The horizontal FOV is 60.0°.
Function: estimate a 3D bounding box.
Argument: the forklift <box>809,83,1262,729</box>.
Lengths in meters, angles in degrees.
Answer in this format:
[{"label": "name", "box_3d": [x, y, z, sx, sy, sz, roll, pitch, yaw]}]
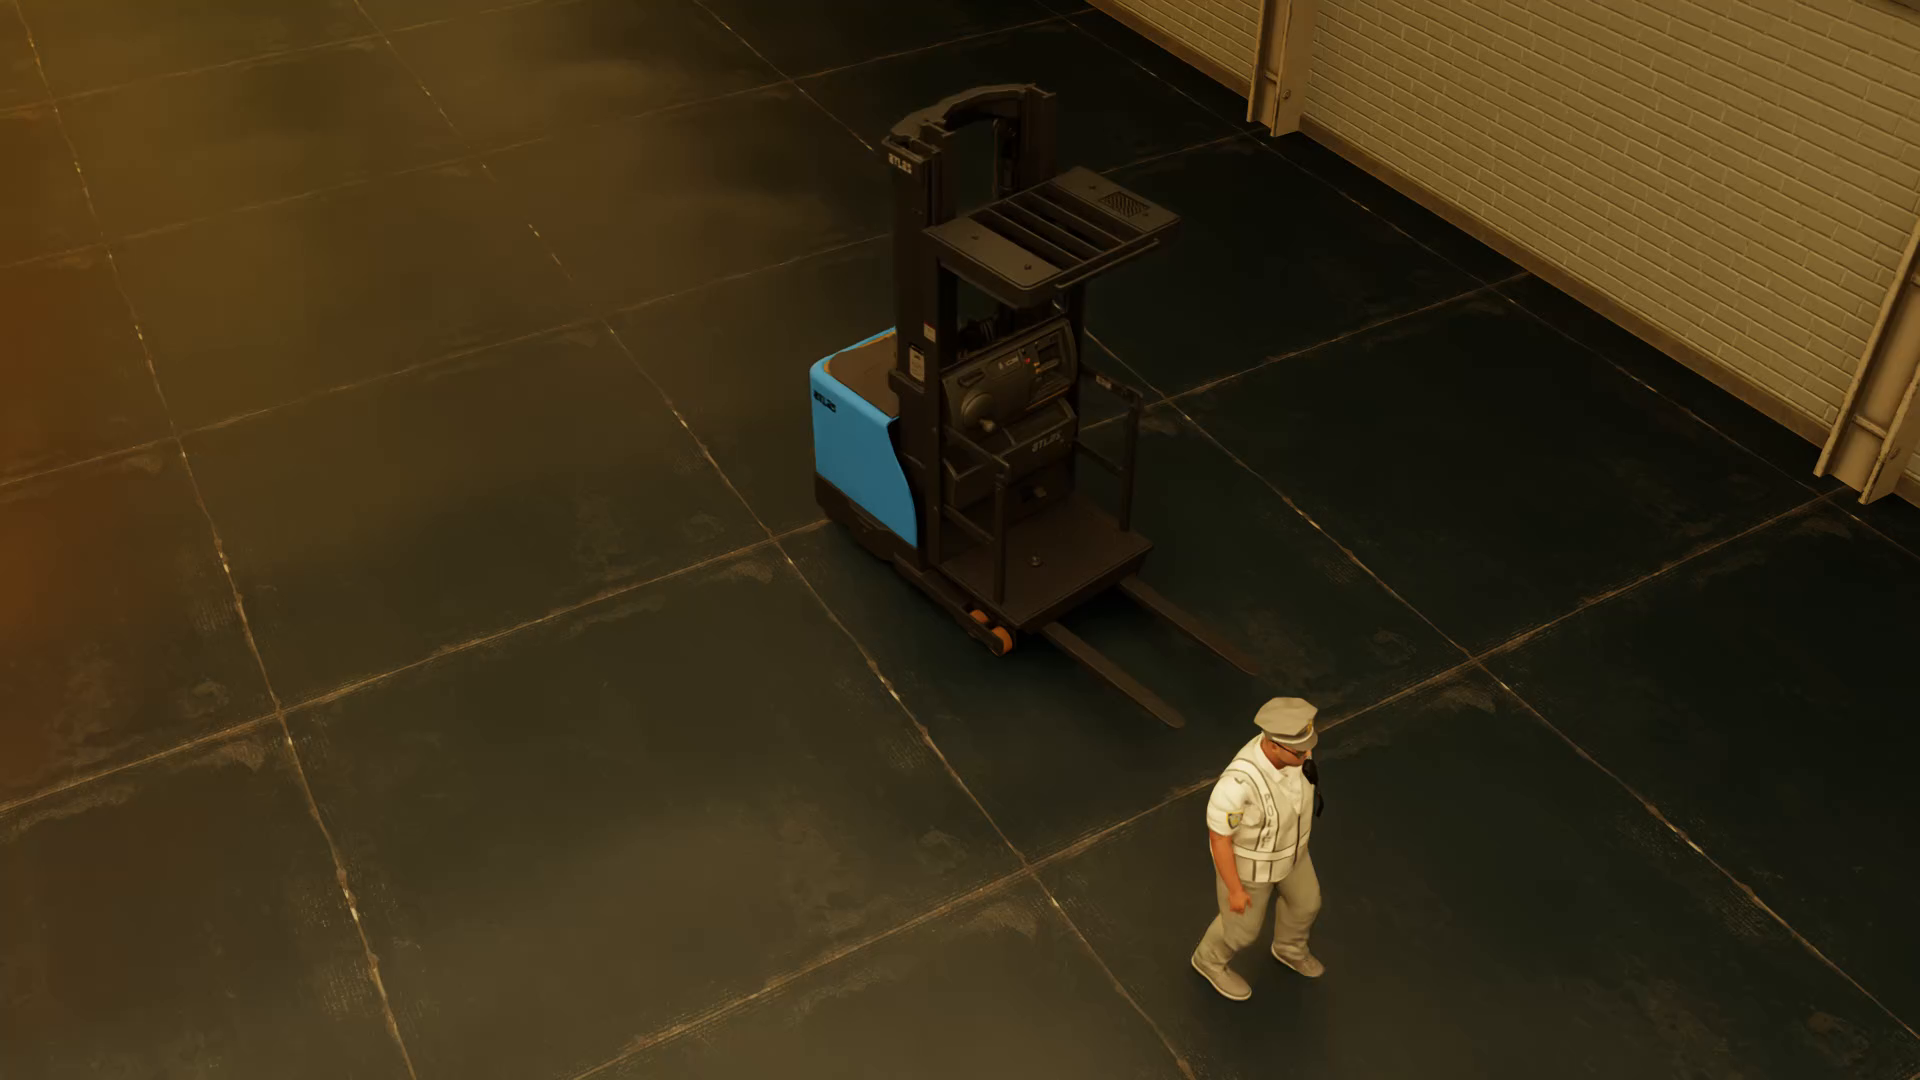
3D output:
[{"label": "forklift", "box_3d": [0.421, -0.833, 9.041, 1.130, 2.935, 3.031, -29, 48, -30]}]

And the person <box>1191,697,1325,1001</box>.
[{"label": "person", "box_3d": [1.379, 1.421, 7.309, 0.627, 1.809, 0.534, -32, 49, -33]}]
